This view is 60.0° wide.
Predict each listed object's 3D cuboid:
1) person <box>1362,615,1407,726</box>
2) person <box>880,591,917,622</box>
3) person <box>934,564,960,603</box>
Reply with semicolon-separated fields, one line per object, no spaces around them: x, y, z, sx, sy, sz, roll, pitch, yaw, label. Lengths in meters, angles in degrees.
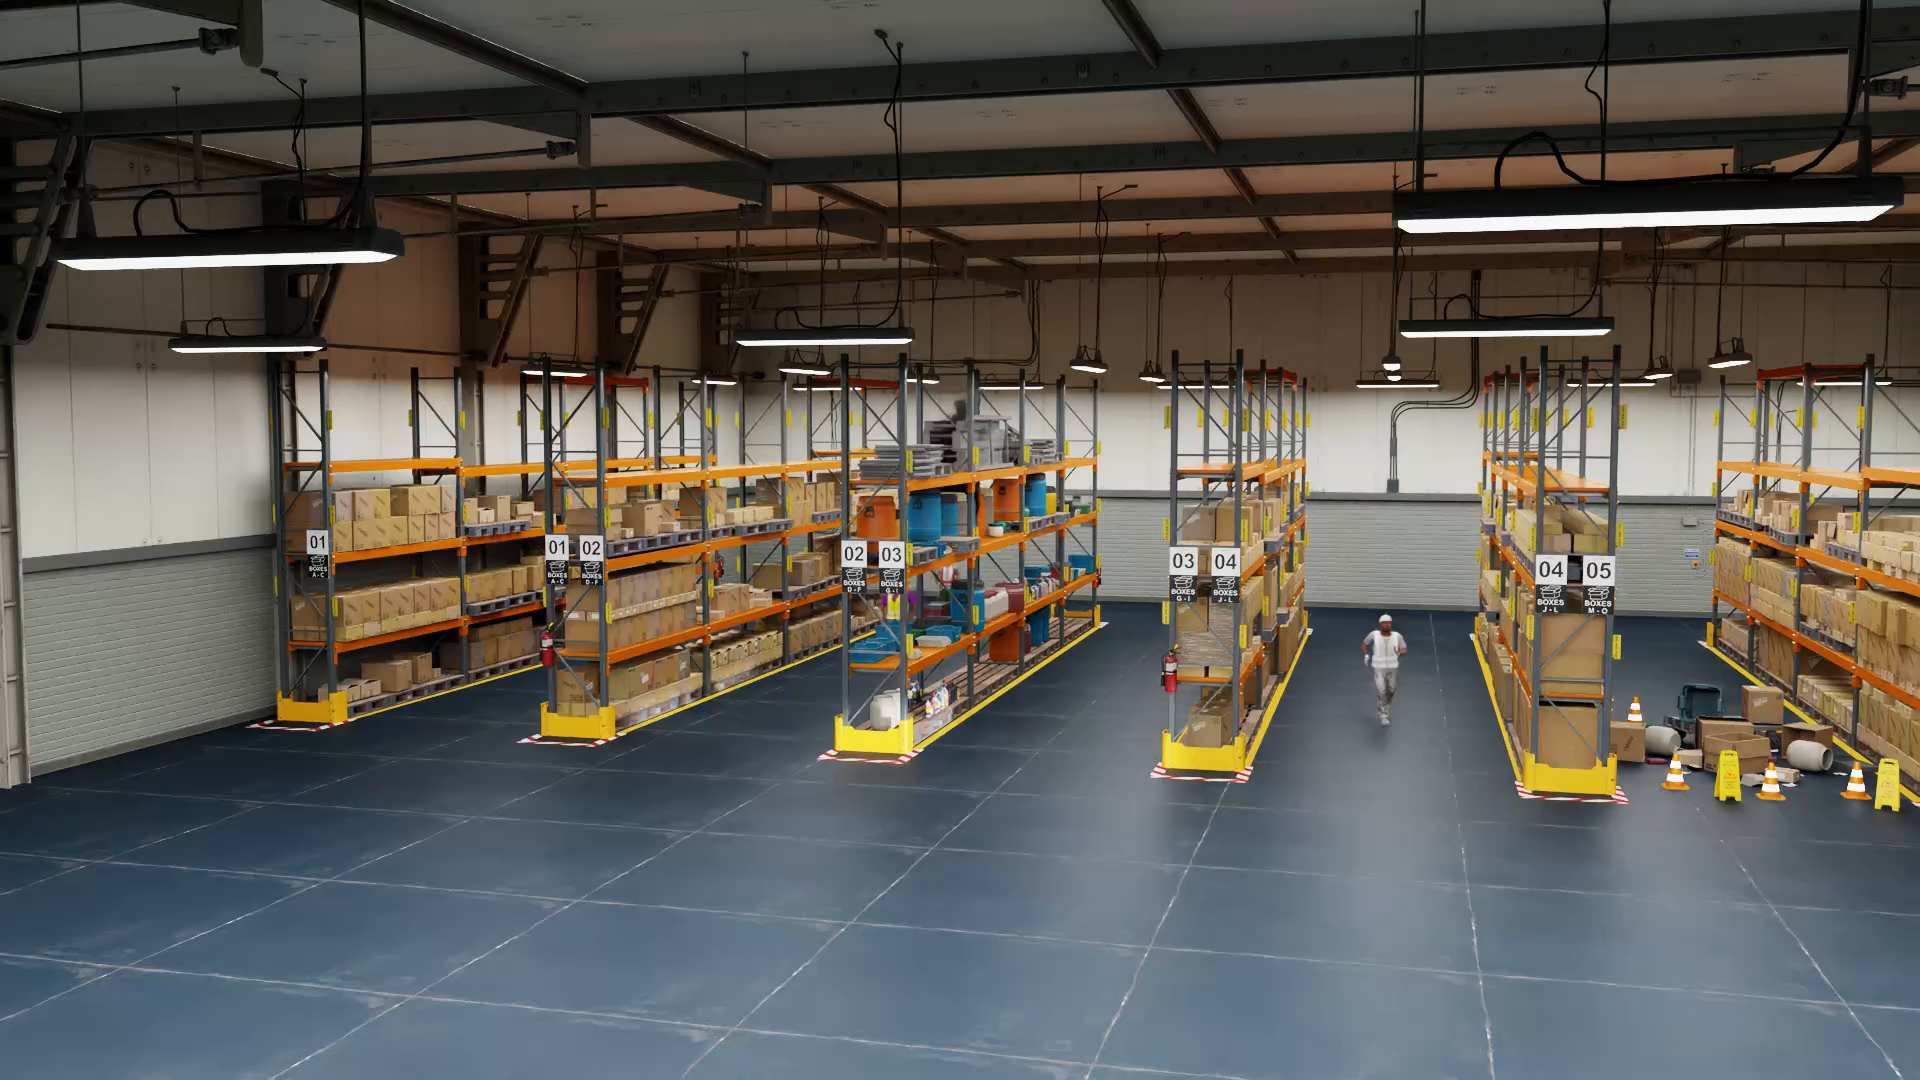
7.013;2.110;27.424;0.685;1.765;1.003;0;4;2;person
-1.193;1.543;32.038;0.747;1.734;0.550;1;4;17;person
-0.308;1.201;40.835;0.638;1.761;0.769;0;4;-3;person
